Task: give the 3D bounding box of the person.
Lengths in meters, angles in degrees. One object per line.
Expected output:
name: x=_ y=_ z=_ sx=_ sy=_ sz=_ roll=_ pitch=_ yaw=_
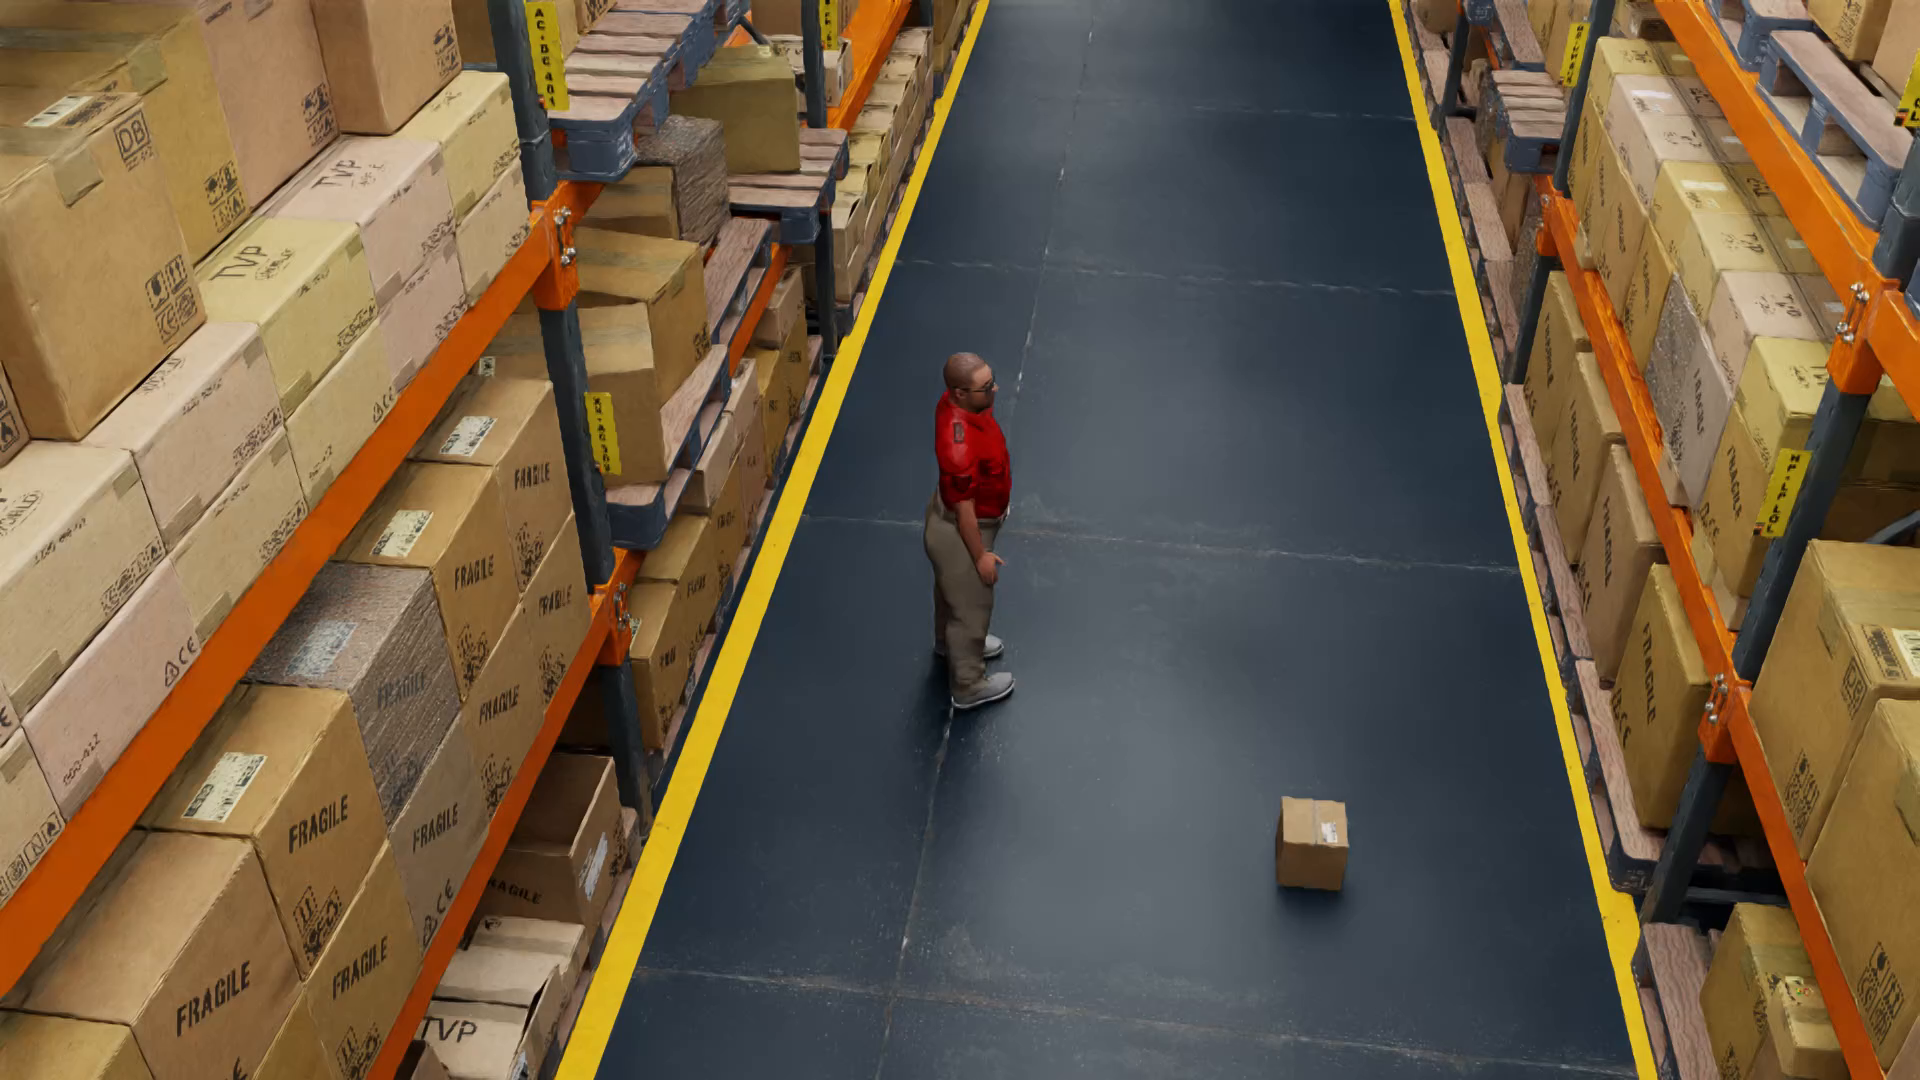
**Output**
person: x=0.048 y=-0.059 z=7.118 sx=0.402 sy=1.726 sz=0.559 roll=0 pitch=36 yaw=0
